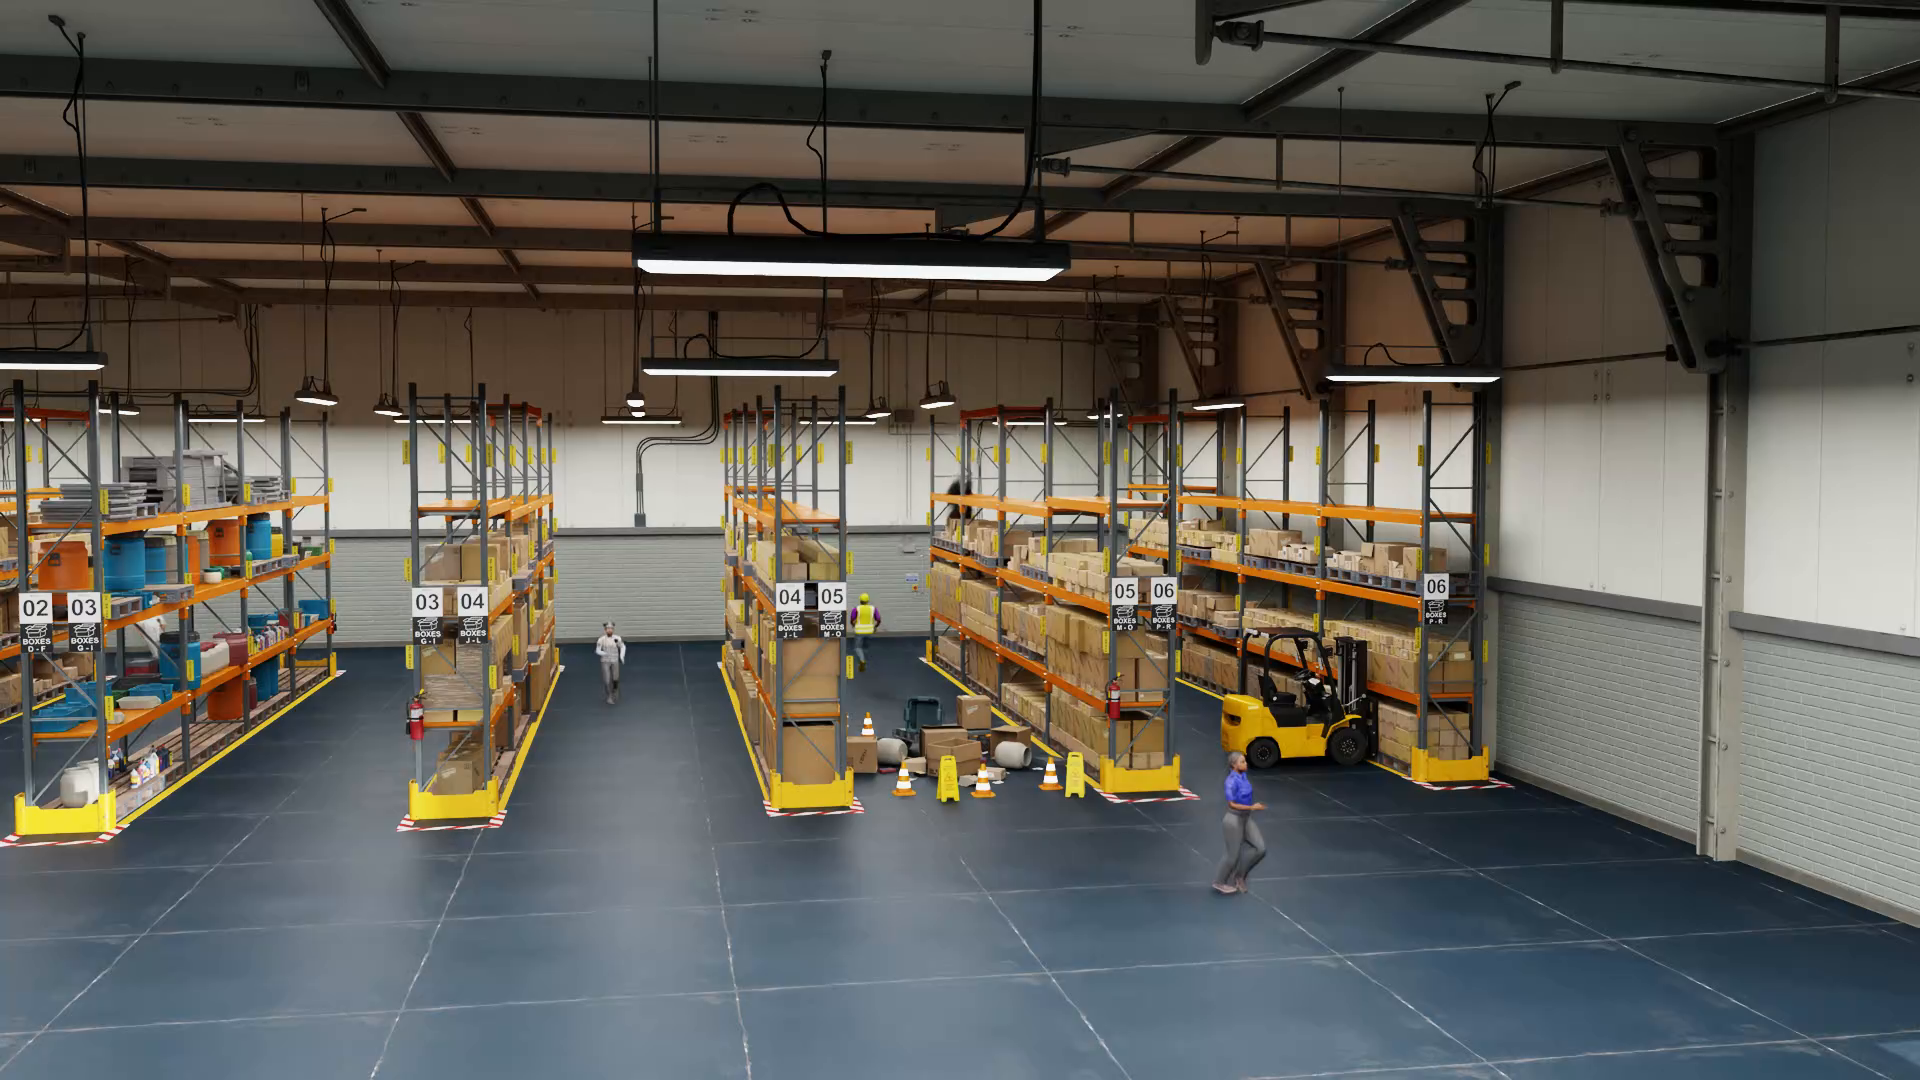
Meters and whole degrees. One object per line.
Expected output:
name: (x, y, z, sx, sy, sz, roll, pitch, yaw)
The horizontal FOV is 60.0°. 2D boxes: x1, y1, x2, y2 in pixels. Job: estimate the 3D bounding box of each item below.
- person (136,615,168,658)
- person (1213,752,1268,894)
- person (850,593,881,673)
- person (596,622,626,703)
person: (-18.217, 2.298, 37.580, 0.697, 1.693, 0.634, 3, 4, 45)
person: (3.189, 3.219, 18.879, 0.651, 1.638, 0.544, 2, 4, 37)
person: (-2.091, 2.026, 36.314, 0.686, 1.730, 0.538, -1, 3, -17)
person: (-7.025, 2.469, 33.475, 0.595, 1.660, 0.584, -1, 3, -13)
